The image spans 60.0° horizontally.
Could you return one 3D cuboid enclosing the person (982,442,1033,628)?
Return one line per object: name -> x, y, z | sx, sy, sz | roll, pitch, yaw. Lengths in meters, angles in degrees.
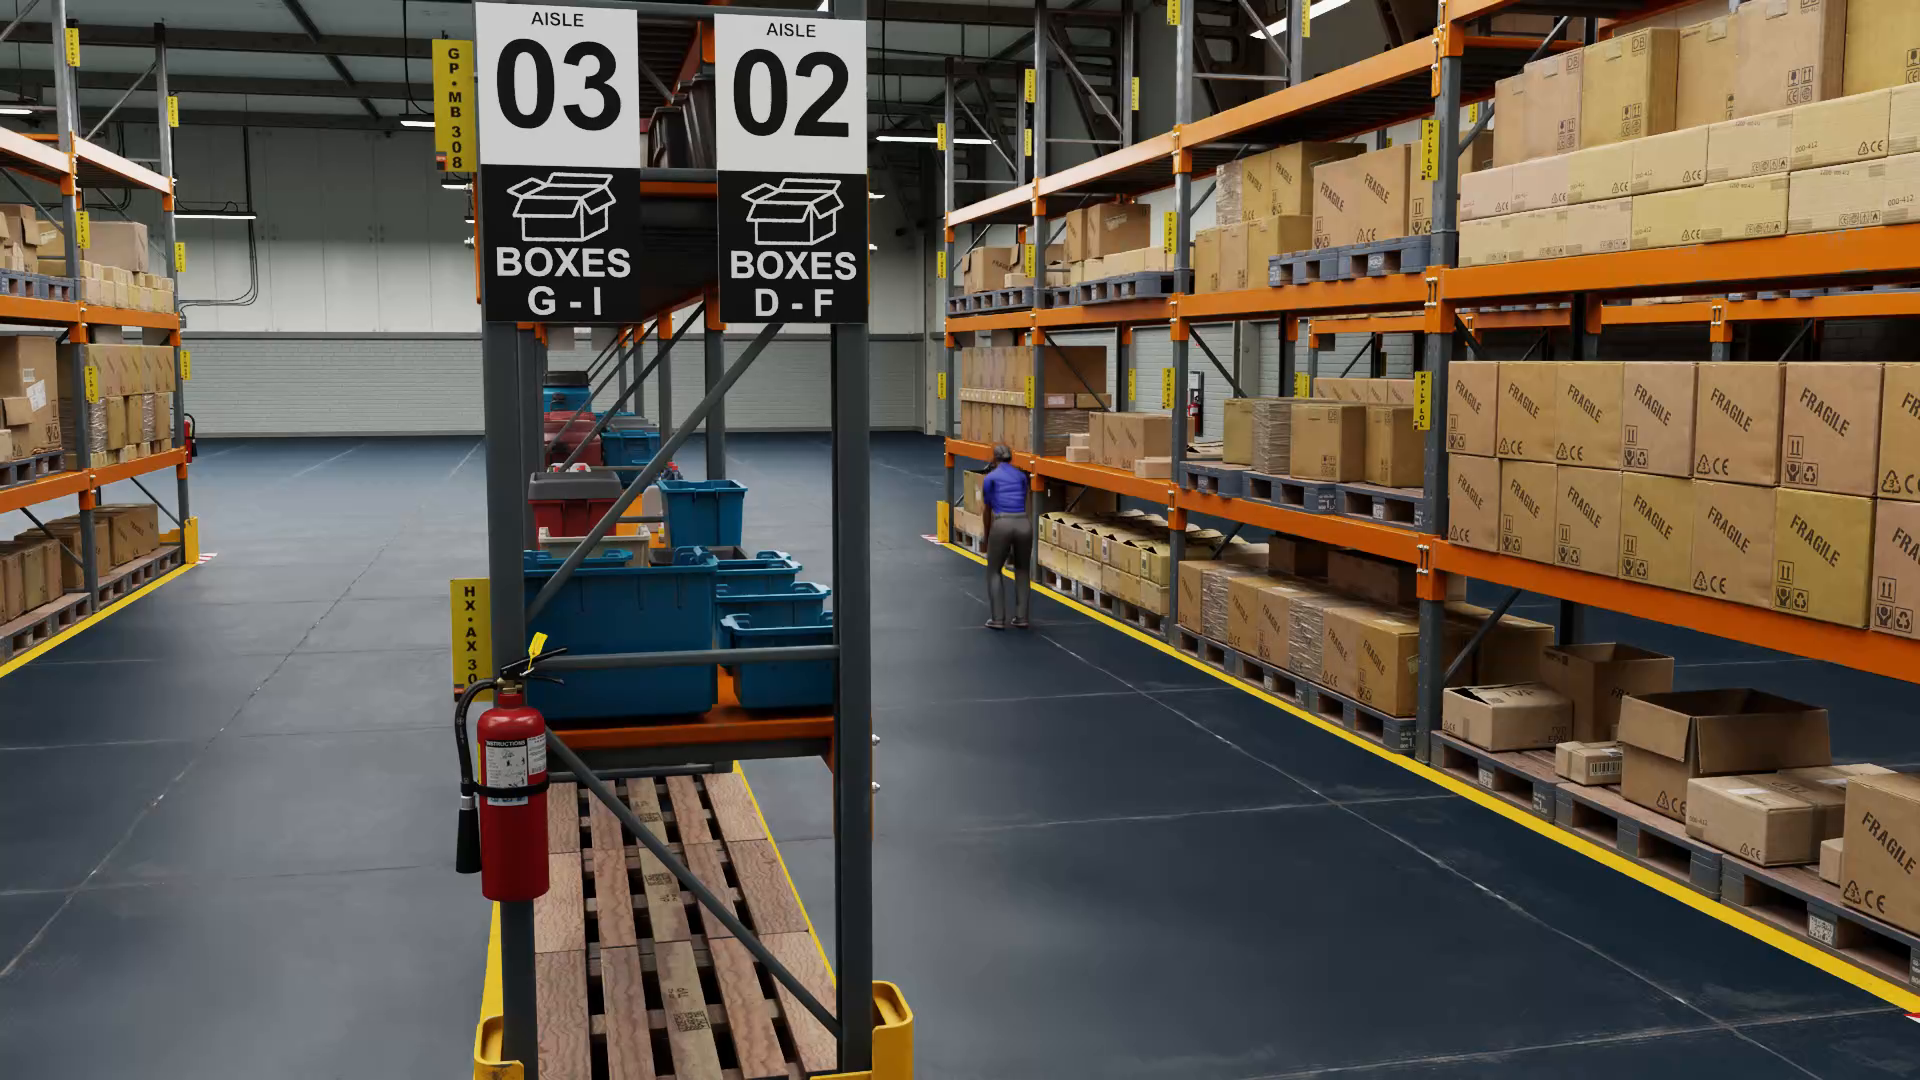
person -> 0.401, -0.041, 14.400 | 0.408, 1.599, 0.561 | -2, 6, -14
